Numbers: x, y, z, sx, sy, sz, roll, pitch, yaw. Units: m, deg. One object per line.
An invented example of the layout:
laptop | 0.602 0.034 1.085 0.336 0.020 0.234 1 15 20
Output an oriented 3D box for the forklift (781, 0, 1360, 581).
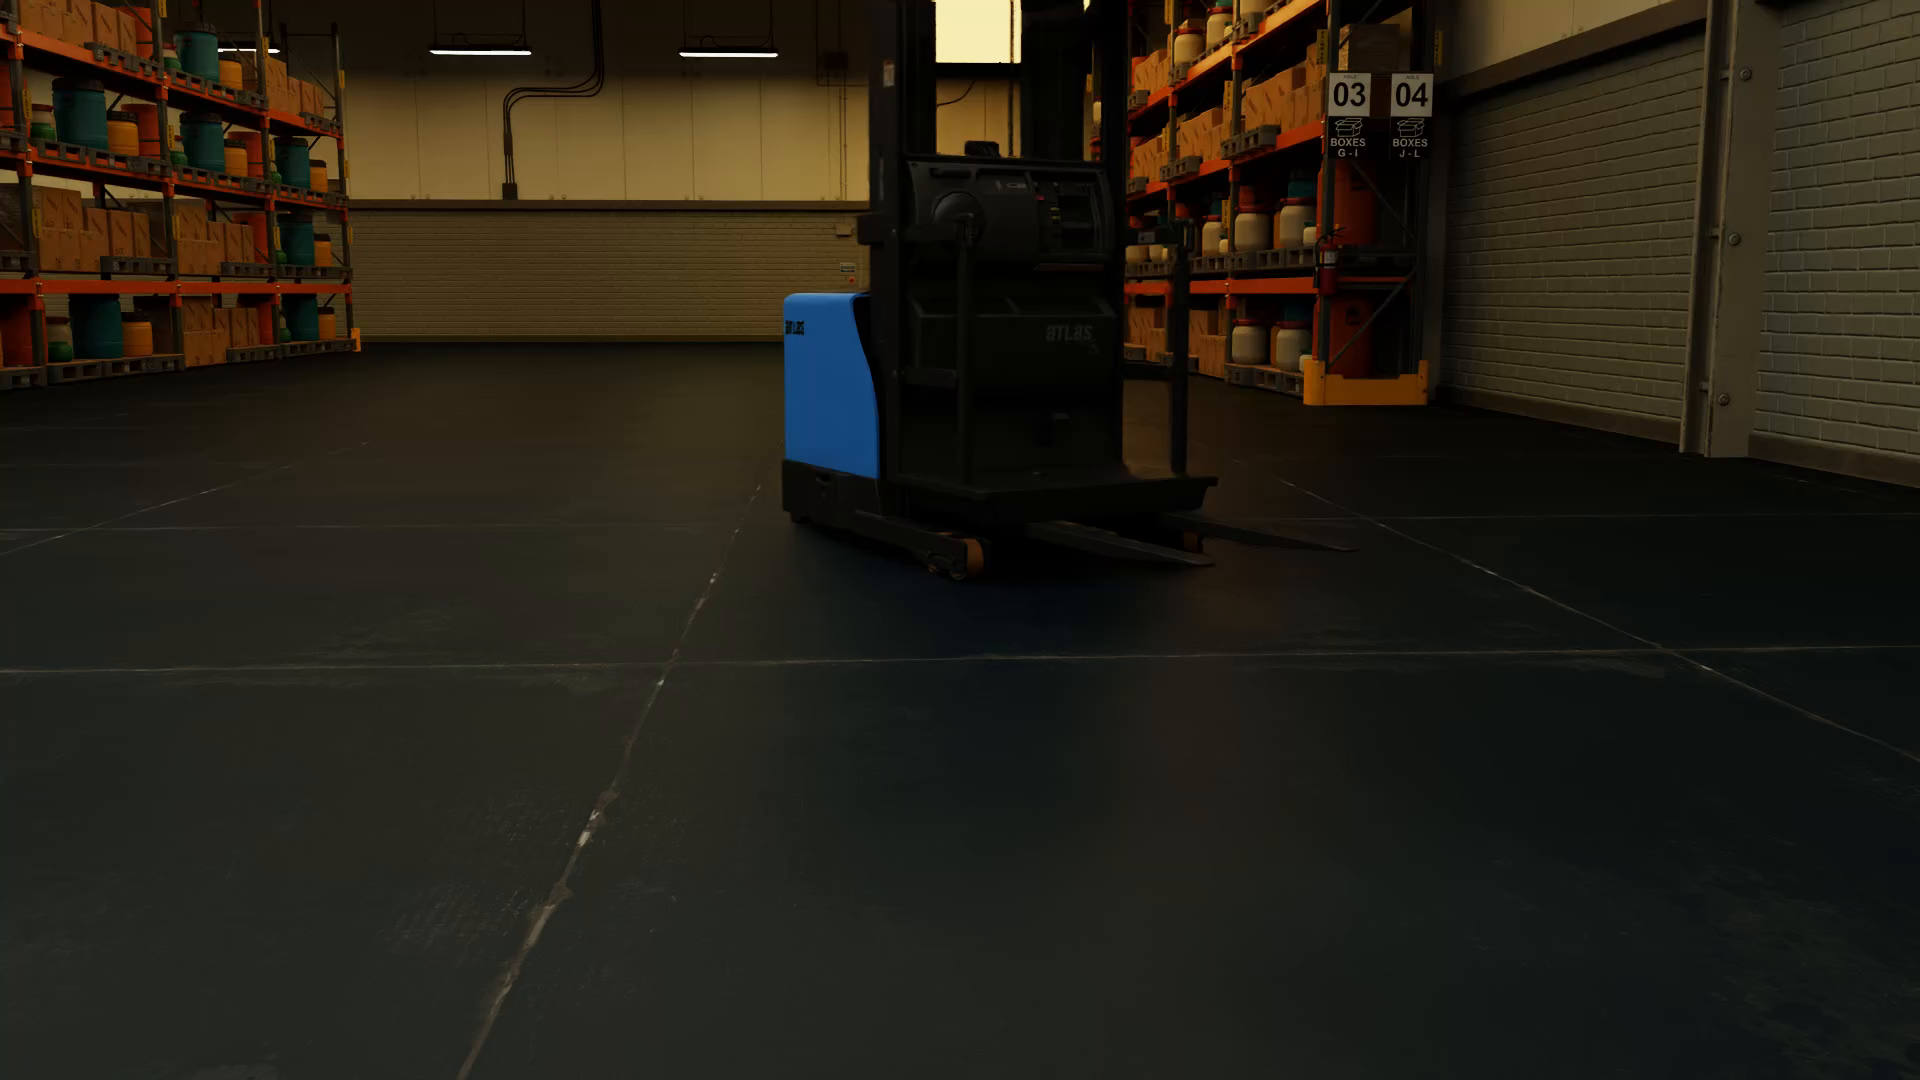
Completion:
forklift | 0.322 -1.370 6.559 1.130 2.935 3.031 -5 10 -29
